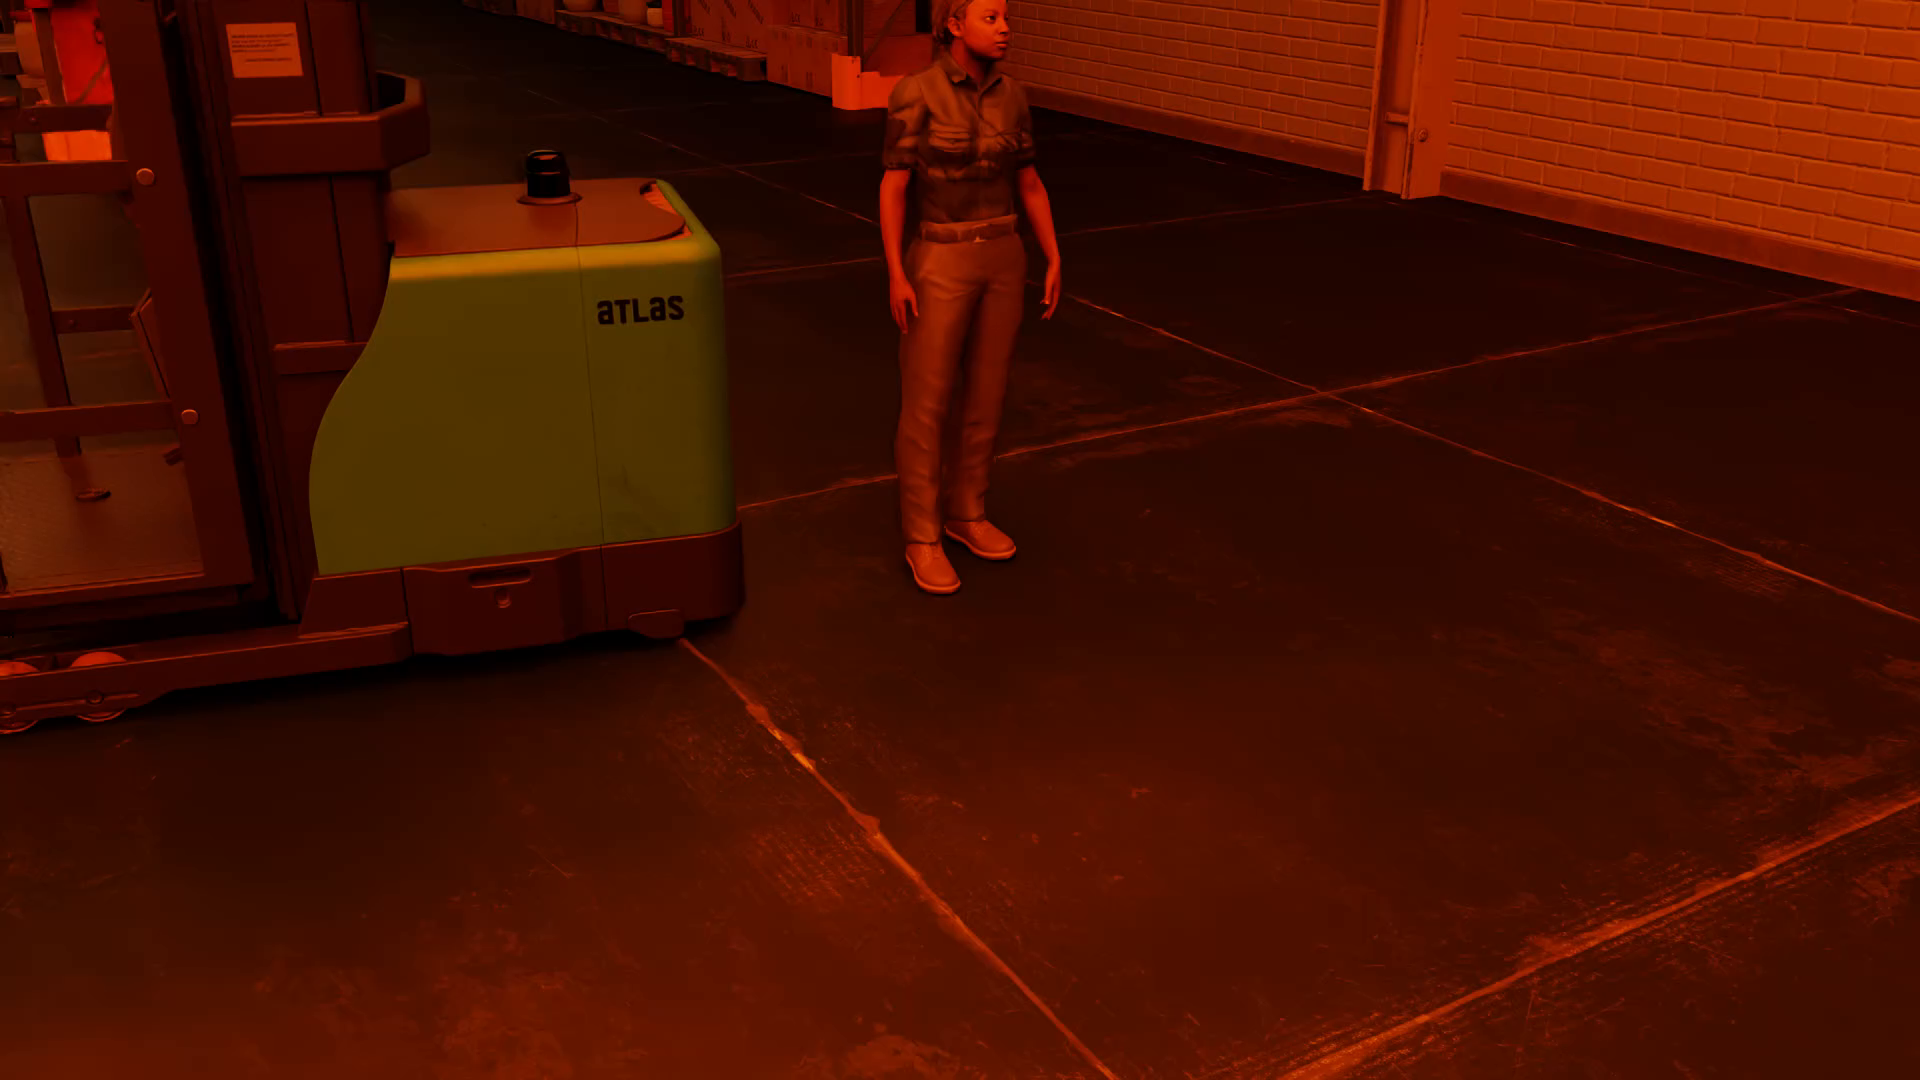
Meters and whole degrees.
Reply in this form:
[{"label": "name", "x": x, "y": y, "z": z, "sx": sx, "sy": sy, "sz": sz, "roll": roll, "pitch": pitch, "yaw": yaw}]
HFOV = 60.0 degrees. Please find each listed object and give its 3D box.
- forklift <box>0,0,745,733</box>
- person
[{"label": "forklift", "x": -2.161, "y": -1.116, "z": 3.992, "sx": 3.031, "sy": 2.935, "sz": 1.130, "roll": -7, "pitch": 23, "yaw": -16}, {"label": "person", "x": 0.055, "y": -0.731, "z": 4.734, "sx": 0.587, "sy": 1.657, "sz": 0.476, "roll": -13, "pitch": 26, "yaw": -29}]
